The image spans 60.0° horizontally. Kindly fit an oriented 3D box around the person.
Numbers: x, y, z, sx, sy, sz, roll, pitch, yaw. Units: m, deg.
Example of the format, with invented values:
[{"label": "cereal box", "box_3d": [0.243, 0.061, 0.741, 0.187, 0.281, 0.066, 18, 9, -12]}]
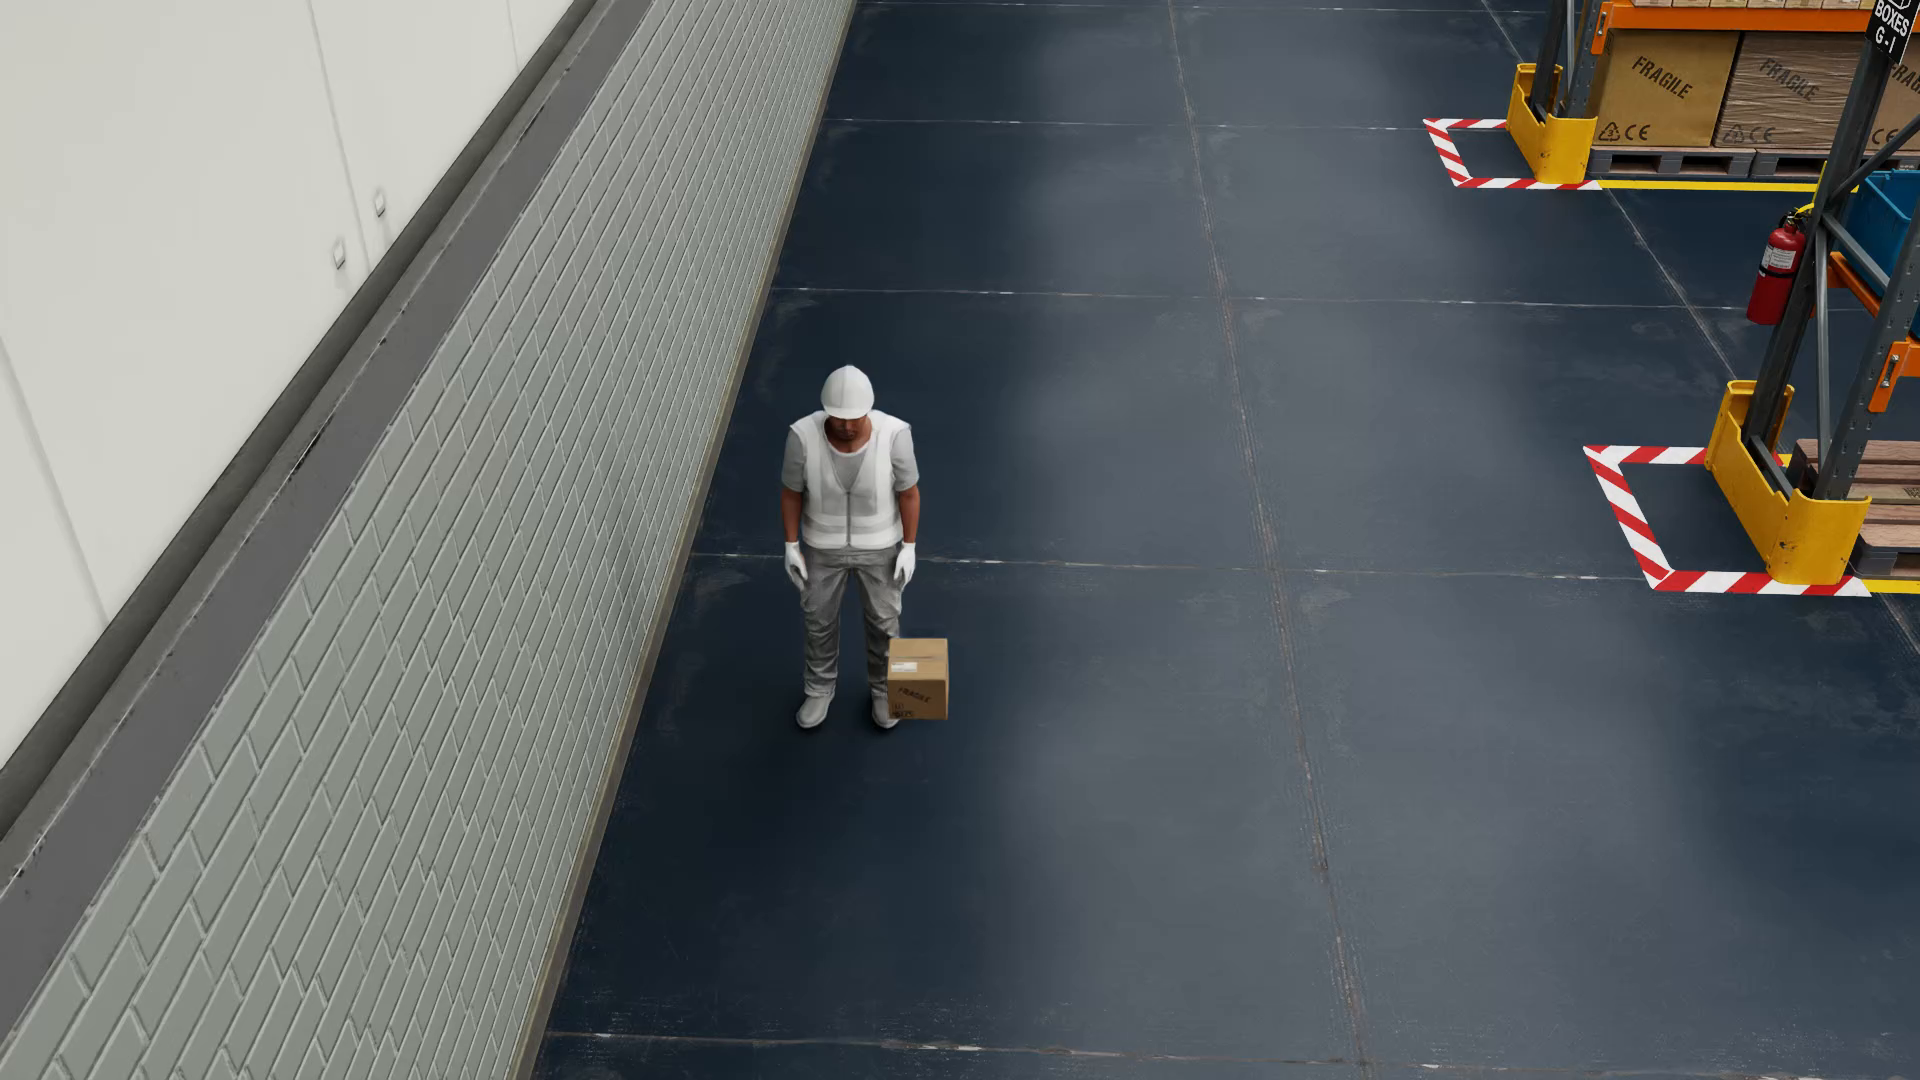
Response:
[{"label": "person", "box_3d": [-0.459, 0.028, 7.066, 0.584, 1.778, 0.426, 0, 35, 1]}]
